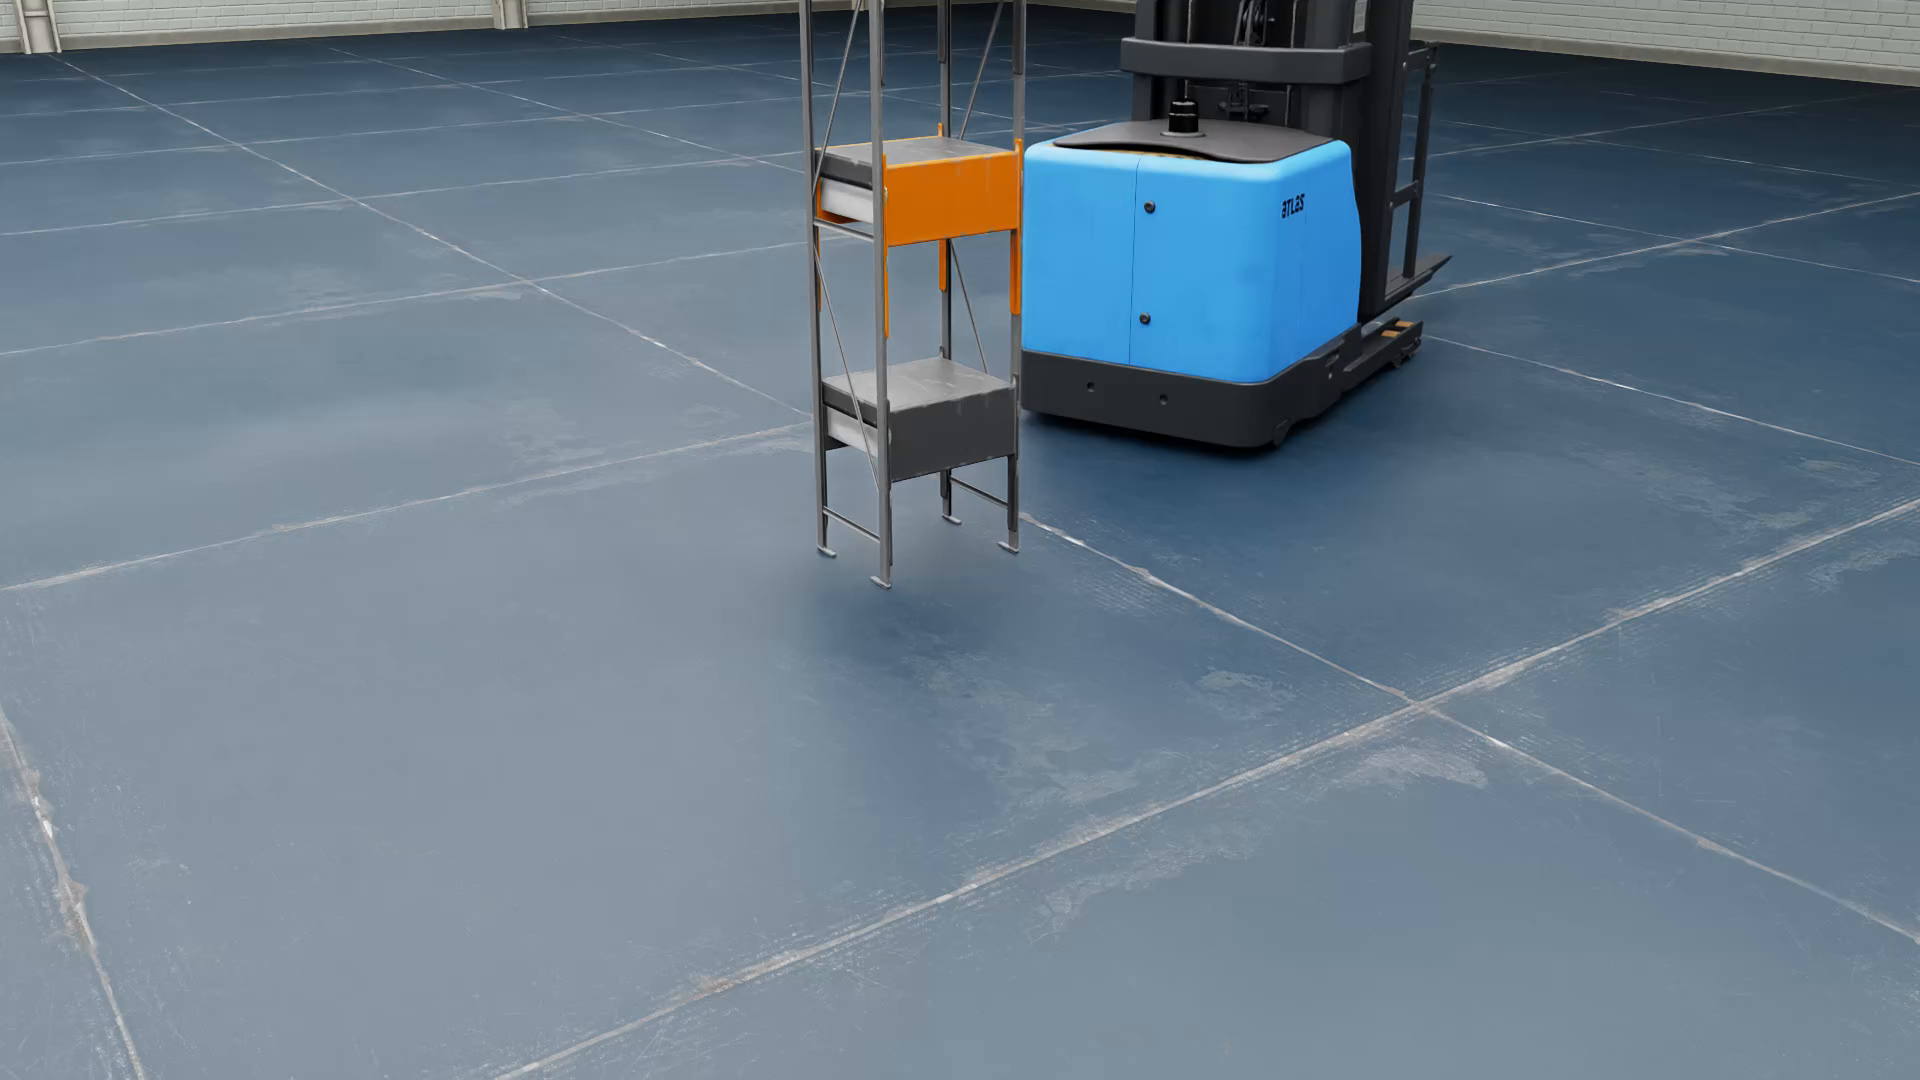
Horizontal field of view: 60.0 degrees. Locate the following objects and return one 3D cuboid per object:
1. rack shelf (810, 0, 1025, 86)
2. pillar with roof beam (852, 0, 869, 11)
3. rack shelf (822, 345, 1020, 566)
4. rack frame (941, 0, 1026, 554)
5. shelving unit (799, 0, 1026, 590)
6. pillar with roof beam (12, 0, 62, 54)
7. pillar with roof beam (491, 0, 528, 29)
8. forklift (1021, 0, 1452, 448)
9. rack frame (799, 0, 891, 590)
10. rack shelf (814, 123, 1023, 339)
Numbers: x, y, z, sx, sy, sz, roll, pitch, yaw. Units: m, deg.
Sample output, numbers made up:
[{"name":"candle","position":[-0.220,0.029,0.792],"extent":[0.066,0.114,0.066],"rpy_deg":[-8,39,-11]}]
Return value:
[{"name":"rack shelf","position":[-0.134,-1.577,4.663],"extent":[0.480,0.518,0.431],"rpy_deg":[-15,26,-33]},{"name":"pillar with roof beam","position":[0.998,-11.466,21.990],"extent":[0.400,9.000,9.100],"rpy_deg":[-15,26,-33]},{"name":"rack shelf","position":[-0.134,-0.277,5.182],"extent":[0.480,0.518,0.431],"rpy_deg":[-15,26,-33]},{"name":"rack frame","position":[0.064,-0.992,5.050],"extent":[0.015,2.100,0.400],"rpy_deg":[-15,26,-33]},{"name":"shelving unit","position":[-0.134,-0.939,4.917],"extent":[0.503,2.100,0.431],"rpy_deg":[-15,26,-33]},{"name":"pillar with roof beam","position":[-8.743,-8.869,15.481],"extent":[0.400,9.000,9.100],"rpy_deg":[-15,26,-33]},{"name":"pillar with roof beam","position":[-3.872,-10.168,18.735],"extent":[0.400,9.000,9.100],"rpy_deg":[-15,26,-33]},{"name":"forklift","position":[1.415,-2.194,6.940],"extent":[1.130,2.935,3.031],"rpy_deg":[13,25,29]},{"name":"rack frame","position":[-0.332,-0.887,4.785],"extent":[0.015,2.100,0.400],"rpy_deg":[-15,26,-33]},{"name":"rack shelf","position":[-0.134,-0.927,4.922],"extent":[0.480,0.518,0.431],"rpy_deg":[-15,26,-33]}]
